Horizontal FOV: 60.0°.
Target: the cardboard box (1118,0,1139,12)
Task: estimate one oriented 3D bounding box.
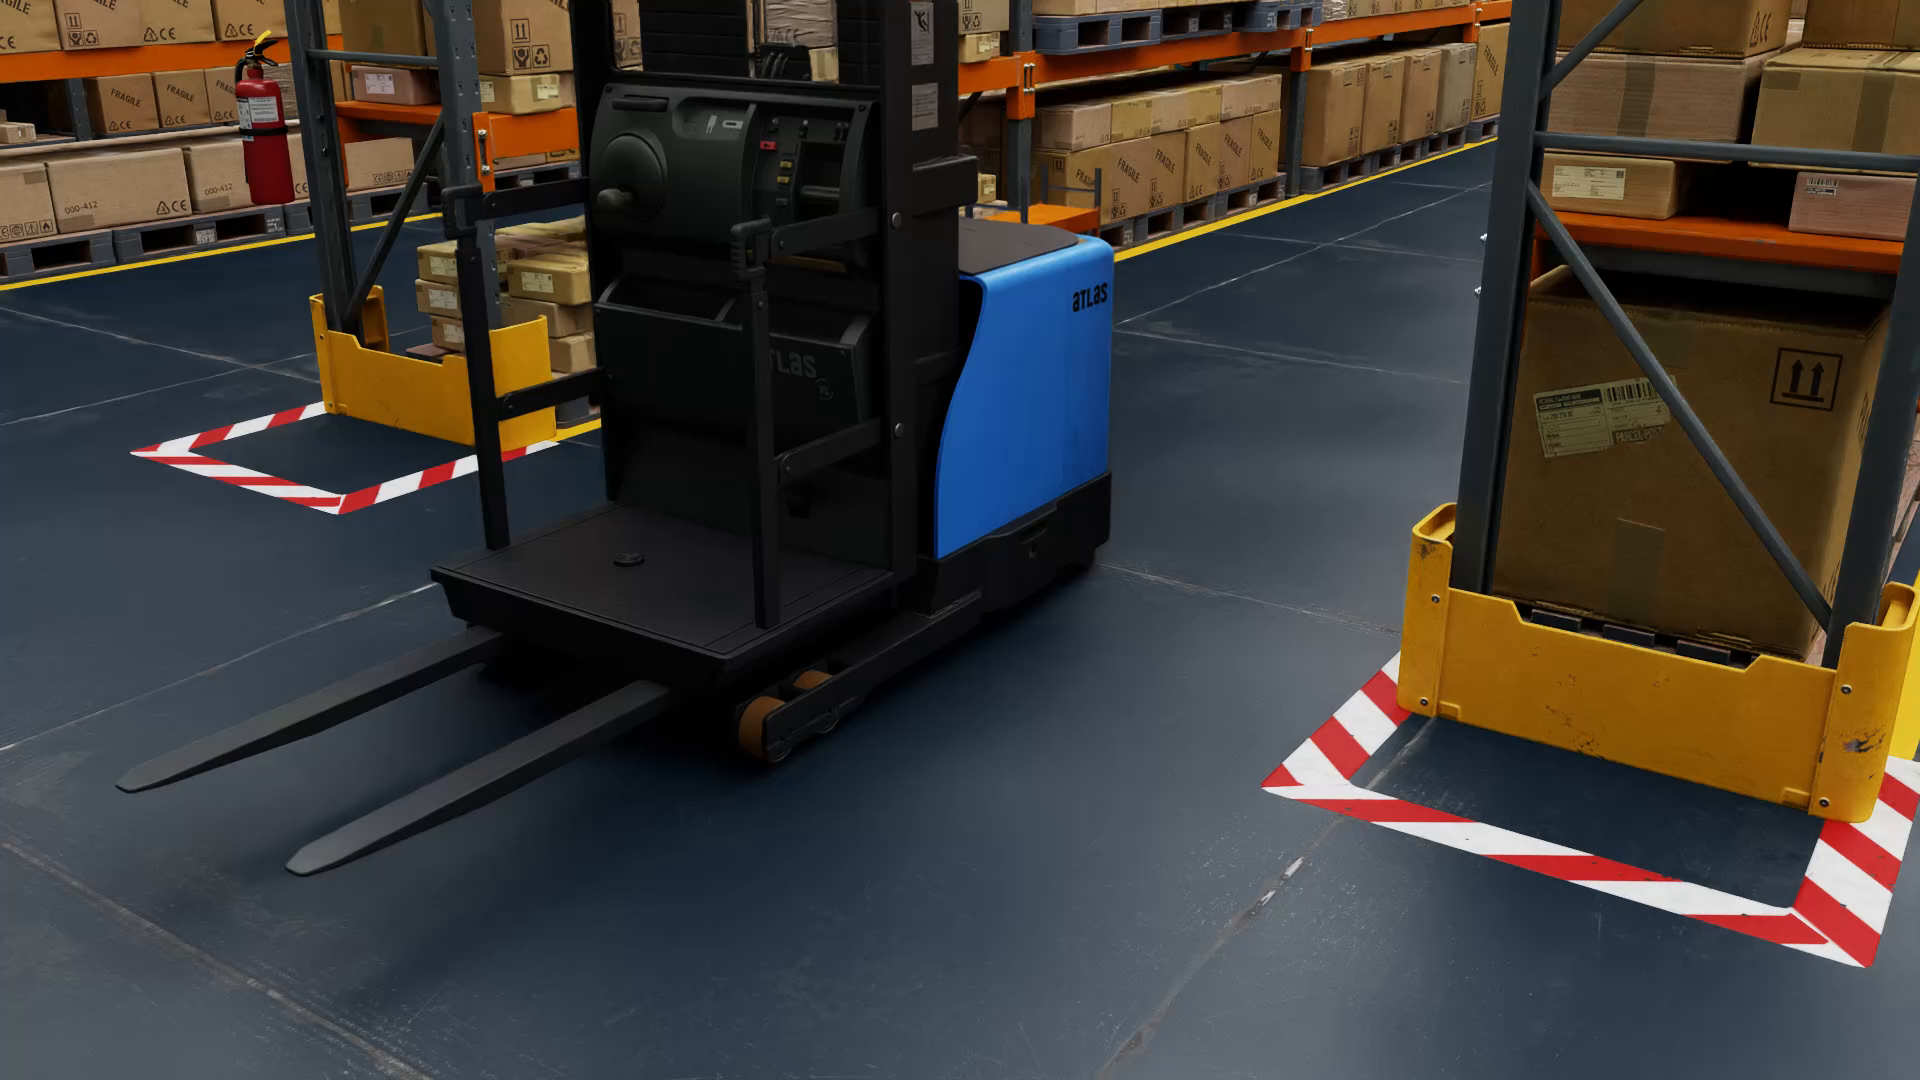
[{"bbox_3d":[0.863,-3.293,10.101,0.380,0.149,0.250,13,24,32],"label":"cardboard box"}]

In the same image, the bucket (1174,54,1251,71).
[{"bbox_3d":[2.633,-5.001,17.488,0.620,0.611,0.726,-24,30,-29],"label":"bucket"}]

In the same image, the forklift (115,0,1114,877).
[{"bbox_3d":[-0.739,-0.996,4.233,1.130,2.935,3.031,13,24,32],"label":"forklift"}]

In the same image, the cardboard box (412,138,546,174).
[{"bbox_3d":[-3.902,-3.369,13.008,0.875,0.875,0.875,14,25,33],"label":"cardboard box"}]

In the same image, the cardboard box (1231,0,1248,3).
[{"bbox_3d":[1.739,-3.742,11.313,0.380,0.149,0.250,12,23,29],"label":"cardboard box"}]

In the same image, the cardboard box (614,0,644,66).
[{"bbox_3d":[-1.522,-2.311,7.117,0.500,0.500,0.500,13,24,32],"label":"cardboard box"}]

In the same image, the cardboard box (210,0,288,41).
[{"bbox_3d":[-4.789,-3.544,10.877,0.500,0.500,0.500,13,24,31],"label":"cardboard box"}]

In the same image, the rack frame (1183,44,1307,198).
[{"bbox_3d":[2.215,-4.187,12.760,1.000,3.000,0.127,13,24,32],"label":"rack frame"}]

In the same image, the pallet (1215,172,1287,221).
[{"bbox_3d":[1.774,-2.655,12.639,1.003,0.211,1.213,13,24,32],"label":"pallet"}]

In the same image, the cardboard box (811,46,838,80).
[{"bbox_3d":[-0.820,-2.331,8.105,0.380,0.149,0.250,14,24,33],"label":"cardboard box"}]

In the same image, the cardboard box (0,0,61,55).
[{"bbox_3d":[-5.665,-3.107,9.697,0.500,0.500,0.500,13,24,31],"label":"cardboard box"}]

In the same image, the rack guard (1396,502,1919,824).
[{"bbox_3d":[1.749,0.284,4.276,1.175,0.500,0.348,13,24,32],"label":"rack guard"}]

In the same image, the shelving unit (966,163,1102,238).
[{"bbox_3d":[0.259,-0.696,5.916,0.258,1.200,0.503,13,24,32],"label":"shelving unit"}]

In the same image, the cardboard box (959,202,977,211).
[{"bbox_3d":[-0.129,-1.944,9.344,0.380,0.149,0.250,14,24,32],"label":"cardboard box"}]

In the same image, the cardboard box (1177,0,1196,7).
[{"bbox_3d":[1.298,-3.517,10.707,0.380,0.149,0.250,13,24,31],"label":"cardboard box"}]

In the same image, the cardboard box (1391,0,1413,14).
[{"bbox_3d":[3.540,-4.743,14.121,0.500,0.500,0.500,13,24,31],"label":"cardboard box"}]

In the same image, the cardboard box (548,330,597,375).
[{"bbox_3d":[-1.723,-0.839,7.214,0.380,0.149,0.250,14,24,33],"label":"cardboard box"}]

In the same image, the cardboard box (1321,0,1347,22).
[{"bbox_3d":[2.690,-4.310,12.949,0.500,0.500,0.500,14,24,32],"label":"cardboard box"}]

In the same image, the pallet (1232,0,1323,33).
[{"bbox_3d":[1.902,-3.872,12.184,1.213,0.211,1.003,13,24,32],"label":"pallet"}]

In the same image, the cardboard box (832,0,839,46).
[{"bbox_3d":[-0.646,-2.740,8.277,0.500,0.500,0.500,13,24,32],"label":"cardboard box"}]

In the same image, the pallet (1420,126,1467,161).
[{"bbox_3d":[4.092,-3.791,15.708,1.003,0.211,1.213,13,24,32],"label":"pallet"}]

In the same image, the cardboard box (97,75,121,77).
[{"bbox_3d":[-7.870,-4.322,15.189,0.380,0.149,0.250,15,25,34],"label":"cardboard box"}]

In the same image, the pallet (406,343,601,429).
[{"bbox_3d":[-1.754,-0.832,7.709,1.003,0.211,1.213,13,24,32],"label":"pallet"}]

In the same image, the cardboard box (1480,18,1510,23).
[{"bbox_3d":[5.378,-4.961,17.311,0.875,0.875,0.875,13,24,32],"label":"cardboard box"}]

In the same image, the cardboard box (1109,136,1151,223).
[{"bbox_3d":[0.897,-2.376,10.863,0.500,0.500,0.500,15,25,34],"label":"cardboard box"}]

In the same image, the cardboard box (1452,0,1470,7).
[{"bbox_3d":[4.391,-5.180,15.300,0.500,0.500,0.500,13,24,32],"label":"cardboard box"}]

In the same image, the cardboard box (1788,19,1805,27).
[{"bbox_3d":[2.677,-1.597,5.546,0.500,0.250,0.500,13,24,32],"label":"cardboard box"}]

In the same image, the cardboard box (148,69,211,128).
[{"bbox_3d":[-7.543,-4.217,15.839,0.500,0.500,0.500,13,24,31],"label":"cardboard box"}]

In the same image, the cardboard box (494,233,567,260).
[{"bbox_3d":[-2.006,-1.293,7.582,0.380,0.149,0.250,14,24,33],"label":"cardboard box"}]

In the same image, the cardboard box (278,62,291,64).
[{"bbox_3d":[-6.880,-4.853,16.624,0.380,0.149,0.250,12,23,29],"label":"cardboard box"}]

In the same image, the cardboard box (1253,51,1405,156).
[{"bbox_3d":[3.120,-3.737,14.182,1.050,0.750,0.750,14,24,33],"label":"cardboard box"}]

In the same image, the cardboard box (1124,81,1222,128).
[{"bbox_3d":[1.473,-3.026,11.539,0.500,0.250,0.500,14,24,33],"label":"cardboard box"}]

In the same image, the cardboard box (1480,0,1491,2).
[{"bbox_3d":[4.661,-5.513,16.129,0.875,0.550,0.550,13,24,32],"label":"cardboard box"}]

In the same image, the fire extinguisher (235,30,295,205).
[{"bbox_3d":[-2.806,-1.698,6.681,0.296,0.674,0.183,13,24,32],"label":"fire extinguisher"}]

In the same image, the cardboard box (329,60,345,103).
[{"bbox_3d":[-6.685,-4.659,17.035,0.500,0.500,0.500,15,25,34],"label":"cardboard box"}]

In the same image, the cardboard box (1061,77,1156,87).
[{"bbox_3d":[1.053,-3.128,11.813,0.500,0.250,0.500,13,24,32],"label":"cardboard box"}]

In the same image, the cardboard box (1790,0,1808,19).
[{"bbox_3d":[2.959,-2.086,5.788,0.500,0.500,0.500,12,24,30],"label":"cardboard box"}]

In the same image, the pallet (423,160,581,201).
[{"bbox_3d":[-3.813,-2.904,13.311,1.003,0.211,1.213,13,24,32],"label":"pallet"}]

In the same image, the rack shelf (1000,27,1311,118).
[{"bbox_3d":[1.090,-3.276,11.334,1.077,0.370,4.000,13,24,32],"label":"rack shelf"}]

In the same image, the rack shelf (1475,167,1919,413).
[{"bbox_3d":[2.887,-1.132,5.537,1.077,0.370,4.000,13,24,32],"label":"rack shelf"}]

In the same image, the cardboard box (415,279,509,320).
[{"bbox_3d":[-2.222,-1.098,7.485,0.380,0.149,0.250,13,24,30],"label":"cardboard box"}]

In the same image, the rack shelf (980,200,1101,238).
[{"bbox_3d":[0.259,-1.064,5.779,0.258,0.148,0.480,13,24,32],"label":"rack shelf"}]

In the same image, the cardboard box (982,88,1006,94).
[{"bbox_3d":[0.020,-5.084,18.369,0.950,0.372,0.625,14,24,33],"label":"cardboard box"}]

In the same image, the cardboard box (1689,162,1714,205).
[{"bbox_3d":[1.835,-1.019,4.557,0.380,0.149,0.250,14,24,32],"label":"cardboard box"}]

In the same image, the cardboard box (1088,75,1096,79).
[{"bbox_3d":[1.454,-5.603,19.947,0.500,0.250,0.500,13,24,31],"label":"cardboard box"}]

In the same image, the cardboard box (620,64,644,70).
[{"bbox_3d":[-1.525,-1.951,7.076,0.380,0.149,0.250,12,24,30],"label":"cardboard box"}]

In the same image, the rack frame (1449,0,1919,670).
[{"bbox_3d":[1.763,-0.895,3.861,1.000,3.000,0.127,13,24,32],"label":"rack frame"}]

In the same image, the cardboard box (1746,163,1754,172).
[{"bbox_3d":[2.264,-1.237,5.148,0.380,0.149,0.250,13,24,31],"label":"cardboard box"}]

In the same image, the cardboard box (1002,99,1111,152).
[{"bbox_3d":[0.600,-2.576,10.322,0.500,0.250,0.500,12,23,29],"label":"cardboard box"}]

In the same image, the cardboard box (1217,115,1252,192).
[{"bbox_3d":[1.766,-2.823,12.072,0.500,0.500,0.500,14,25,34],"label":"cardboard box"}]

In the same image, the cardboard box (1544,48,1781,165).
[{"bbox_3d":[1.816,-1.155,4.352,0.500,0.250,0.500,13,24,31],"label":"cardboard box"}]

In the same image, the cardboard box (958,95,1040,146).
[{"bbox_3d":[0.176,-2.678,10.599,0.500,0.250,0.500,13,24,30],"label":"cardboard box"}]

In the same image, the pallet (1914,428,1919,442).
[{"bbox_3d":[3.519,-0.532,6.899,1.003,0.211,1.213,13,24,32],"label":"pallet"}]

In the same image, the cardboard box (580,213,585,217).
[{"bbox_3d":[-1.662,-1.542,8.255,0.380,0.149,0.250,14,25,34],"label":"cardboard box"}]

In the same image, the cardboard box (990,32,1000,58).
[{"bbox_3d":[-0.001,-2.794,9.356,0.380,0.149,0.250,13,24,31],"label":"cardboard box"}]

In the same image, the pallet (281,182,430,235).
[{"bbox_3d":[-4.677,-2.465,12.124,1.003,0.211,1.213,13,24,32],"label":"pallet"}]

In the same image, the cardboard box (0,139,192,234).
[{"bbox_3d":[-5.637,-2.296,10.737,0.875,0.438,0.875,14,25,33],"label":"cardboard box"}]
